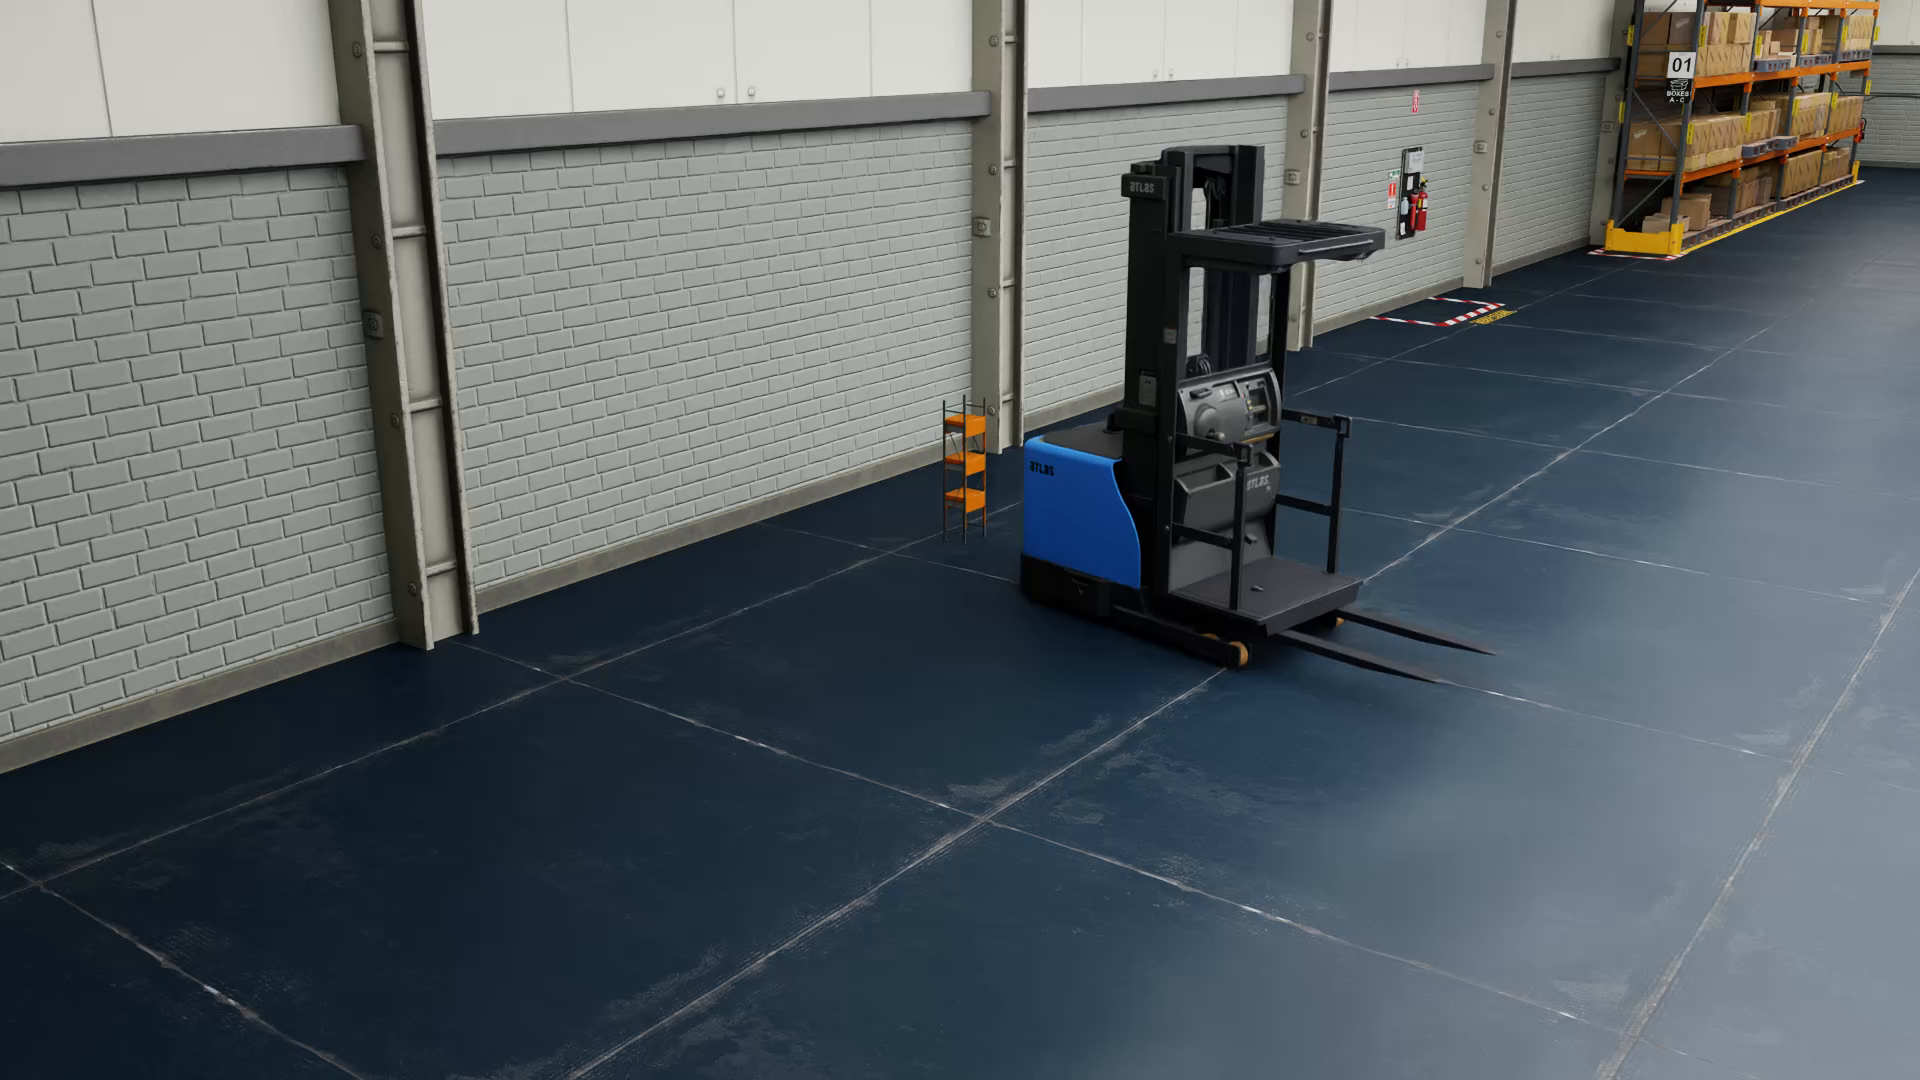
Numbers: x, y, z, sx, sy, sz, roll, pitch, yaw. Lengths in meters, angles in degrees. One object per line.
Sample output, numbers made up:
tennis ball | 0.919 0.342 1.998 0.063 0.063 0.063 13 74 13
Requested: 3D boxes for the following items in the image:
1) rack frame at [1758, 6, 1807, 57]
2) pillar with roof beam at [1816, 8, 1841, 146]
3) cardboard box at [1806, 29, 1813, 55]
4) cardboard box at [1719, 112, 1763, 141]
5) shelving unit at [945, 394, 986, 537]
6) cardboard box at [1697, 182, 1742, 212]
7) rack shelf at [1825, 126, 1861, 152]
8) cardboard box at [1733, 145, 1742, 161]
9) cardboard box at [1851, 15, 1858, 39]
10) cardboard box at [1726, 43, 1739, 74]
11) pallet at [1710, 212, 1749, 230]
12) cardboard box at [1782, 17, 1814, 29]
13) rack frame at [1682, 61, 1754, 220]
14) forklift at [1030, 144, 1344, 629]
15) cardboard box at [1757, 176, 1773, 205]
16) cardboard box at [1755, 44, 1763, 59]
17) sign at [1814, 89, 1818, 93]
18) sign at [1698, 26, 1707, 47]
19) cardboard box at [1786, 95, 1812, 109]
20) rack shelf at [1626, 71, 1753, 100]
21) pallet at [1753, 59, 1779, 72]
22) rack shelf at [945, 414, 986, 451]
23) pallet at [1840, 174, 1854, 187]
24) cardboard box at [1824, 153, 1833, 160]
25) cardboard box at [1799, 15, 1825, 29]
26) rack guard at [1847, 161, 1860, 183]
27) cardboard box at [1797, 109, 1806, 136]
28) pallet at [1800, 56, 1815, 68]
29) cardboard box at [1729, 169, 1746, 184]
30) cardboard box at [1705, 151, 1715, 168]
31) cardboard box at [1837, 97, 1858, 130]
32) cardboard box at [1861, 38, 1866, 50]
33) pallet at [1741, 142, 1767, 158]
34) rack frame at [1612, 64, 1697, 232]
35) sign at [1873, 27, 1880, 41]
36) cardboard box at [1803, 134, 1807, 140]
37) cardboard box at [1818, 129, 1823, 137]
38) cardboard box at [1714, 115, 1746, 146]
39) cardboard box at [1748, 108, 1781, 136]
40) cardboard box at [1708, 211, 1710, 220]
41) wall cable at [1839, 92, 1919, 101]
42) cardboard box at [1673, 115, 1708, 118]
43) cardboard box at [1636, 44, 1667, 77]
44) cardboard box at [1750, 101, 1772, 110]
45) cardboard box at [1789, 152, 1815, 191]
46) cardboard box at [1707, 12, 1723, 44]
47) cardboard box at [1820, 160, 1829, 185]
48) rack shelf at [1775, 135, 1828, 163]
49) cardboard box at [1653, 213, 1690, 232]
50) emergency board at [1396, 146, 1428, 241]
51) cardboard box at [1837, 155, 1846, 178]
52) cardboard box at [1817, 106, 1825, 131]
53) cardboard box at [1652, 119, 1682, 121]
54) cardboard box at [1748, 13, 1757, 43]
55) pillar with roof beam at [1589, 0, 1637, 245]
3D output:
rack frame | 16.104 -11.003 32.503 1.000 3.000 0.127 12 21 35
pillar with roof beam | 25.242 -12.944 38.752 9.100 9.000 0.400 12 21 35
cardboard box | 17.245 -10.339 34.512 0.700 0.500 0.500 12 21 35
cardboard box | 14.758 -7.853 31.563 0.700 0.500 0.500 16 24 42
shelving unit | 0.033 -0.514 12.130 0.215 1.050 0.249 12 21 35
cardboard box | 14.414 -6.512 31.629 0.700 0.500 0.500 12 21 34
rack shelf | 19.679 -9.224 38.102 1.077 0.370 4.000 12 21 35
cardboard box | 13.682 -6.957 29.809 0.500 0.250 0.500 12 21 35
cardboard box | 19.439 -11.302 36.635 0.500 0.500 0.500 12 21 34
cardboard box | 13.007 -8.255 28.507 0.500 0.500 0.500 11 21 33
pallet | 14.184 -6.040 31.337 1.003 0.211 1.213 12 21 35
cardboard box | 17.541 -10.819 34.793 0.500 0.250 0.500 12 21 33
rack frame | 13.721 -7.186 30.325 1.000 3.000 0.127 12 21 35
forklift | 25.066 -3.453 18.045 46.598 3.159 22.890 -16 23 -41
cardboard box | 15.717 -6.974 33.117 0.700 0.500 0.500 13 21 35
cardboard box | 14.478 -9.039 30.677 0.500 0.311 0.500 13 22 36
sign | 20.429 -10.595 39.709 0.100 0.325 0.005 12 21 35
sign | 11.773 -7.987 26.374 0.100 0.325 0.005 12 21 35
cardboard box | 17.196 -9.006 34.220 0.500 0.250 0.500 13 21 35
rack shelf | 12.529 -7.798 28.453 1.077 0.370 4.000 12 21 35
pallet | 14.174 -8.657 30.321 1.213 0.211 1.003 12 21 35
rack shelf | 0.032 -0.775 12.048 0.215 0.259 0.240 12 21 35
pallet | 20.457 -8.508 39.285 1.003 0.211 1.213 12 21 35
cardboard box | 19.366 -8.617 37.347 0.380 0.149 0.250 13 22 37
cardboard box | 18.716 -11.266 36.518 0.500 0.500 0.500 12 21 34
rack guard | 20.885 -8.856 39.918 1.175 0.500 0.348 12 21 35
cardboard box | 16.919 -8.531 33.954 0.500 0.500 0.500 13 22 36
pallet | 16.445 -9.643 33.500 1.213 0.211 1.003 14 22 37
cardboard box | 14.713 -6.968 31.834 0.500 0.250 0.500 12 21 33
cardboard box | 12.490 -6.477 28.264 0.500 0.250 0.500 12 21 34
cardboard box | 20.151 -9.889 38.523 0.980 0.700 0.700 12 21 34
cardboard box | 20.339 -11.307 37.916 0.500 0.250 0.500 11 21 33
pallet | 14.293 -7.250 30.857 1.003 0.211 1.213 12 21 35
rack frame | 11.338 -6.233 27.257 1.000 3.000 0.127 12 21 35
sign | 21.299 -11.762 38.645 0.100 0.325 0.005 12 21 35
cardboard box | 17.554 -8.494 34.928 0.380 0.149 0.250 13 22 36
cardboard box | 18.382 -8.786 35.868 0.380 0.149 0.250 13 21 36
cardboard box | 13.688 -7.314 29.695 0.500 0.500 0.500 12 21 35
cardboard box | 15.832 -8.283 32.947 0.700 0.500 0.500 10 20 28
cardboard box | 13.426 -5.910 30.253 0.380 0.166 0.250 9 20 28
wall cable | 24.528 -12.710 43.234 3.097 2.526 0.112 12 21 35
cardboard box | 12.962 -7.284 29.597 0.500 0.500 0.500 12 21 34
cardboard box | 21.962 -7.024 24.562 20.217 0.510 10.029 14 22 39
cardboard box | 15.743 -8.539 32.680 0.380 0.149 0.250 9 19 26
cardboard box | 17.678 -7.875 35.461 0.750 0.750 0.750 13 22 36
cardboard box | 12.102 -8.360 27.159 0.500 0.500 0.500 12 21 34
cardboard box | 19.016 -8.258 37.285 0.700 0.500 0.500 13 21 35
rack shelf | 17.296 -8.271 35.034 1.077 0.370 4.000 12 21 35
cardboard box | 12.162 -5.444 28.507 0.500 0.311 0.500 15 22 39
emergency board | 5.982 -4.542 21.811 0.194 1.169 0.643 12 21 35
cardboard box | 20.236 -8.747 38.860 0.700 0.500 0.500 12 21 35
cardboard box | 18.119 -9.013 35.505 0.500 0.500 0.500 13 21 35
cardboard box | 12.060 -6.921 28.427 0.500 0.500 0.500 12 21 33
cardboard box | 13.640 -8.986 29.176 0.500 0.500 0.500 10 20 30
pillar with roof beam | 14.517 -8.657 24.947 9.100 9.000 0.400 12 21 35
